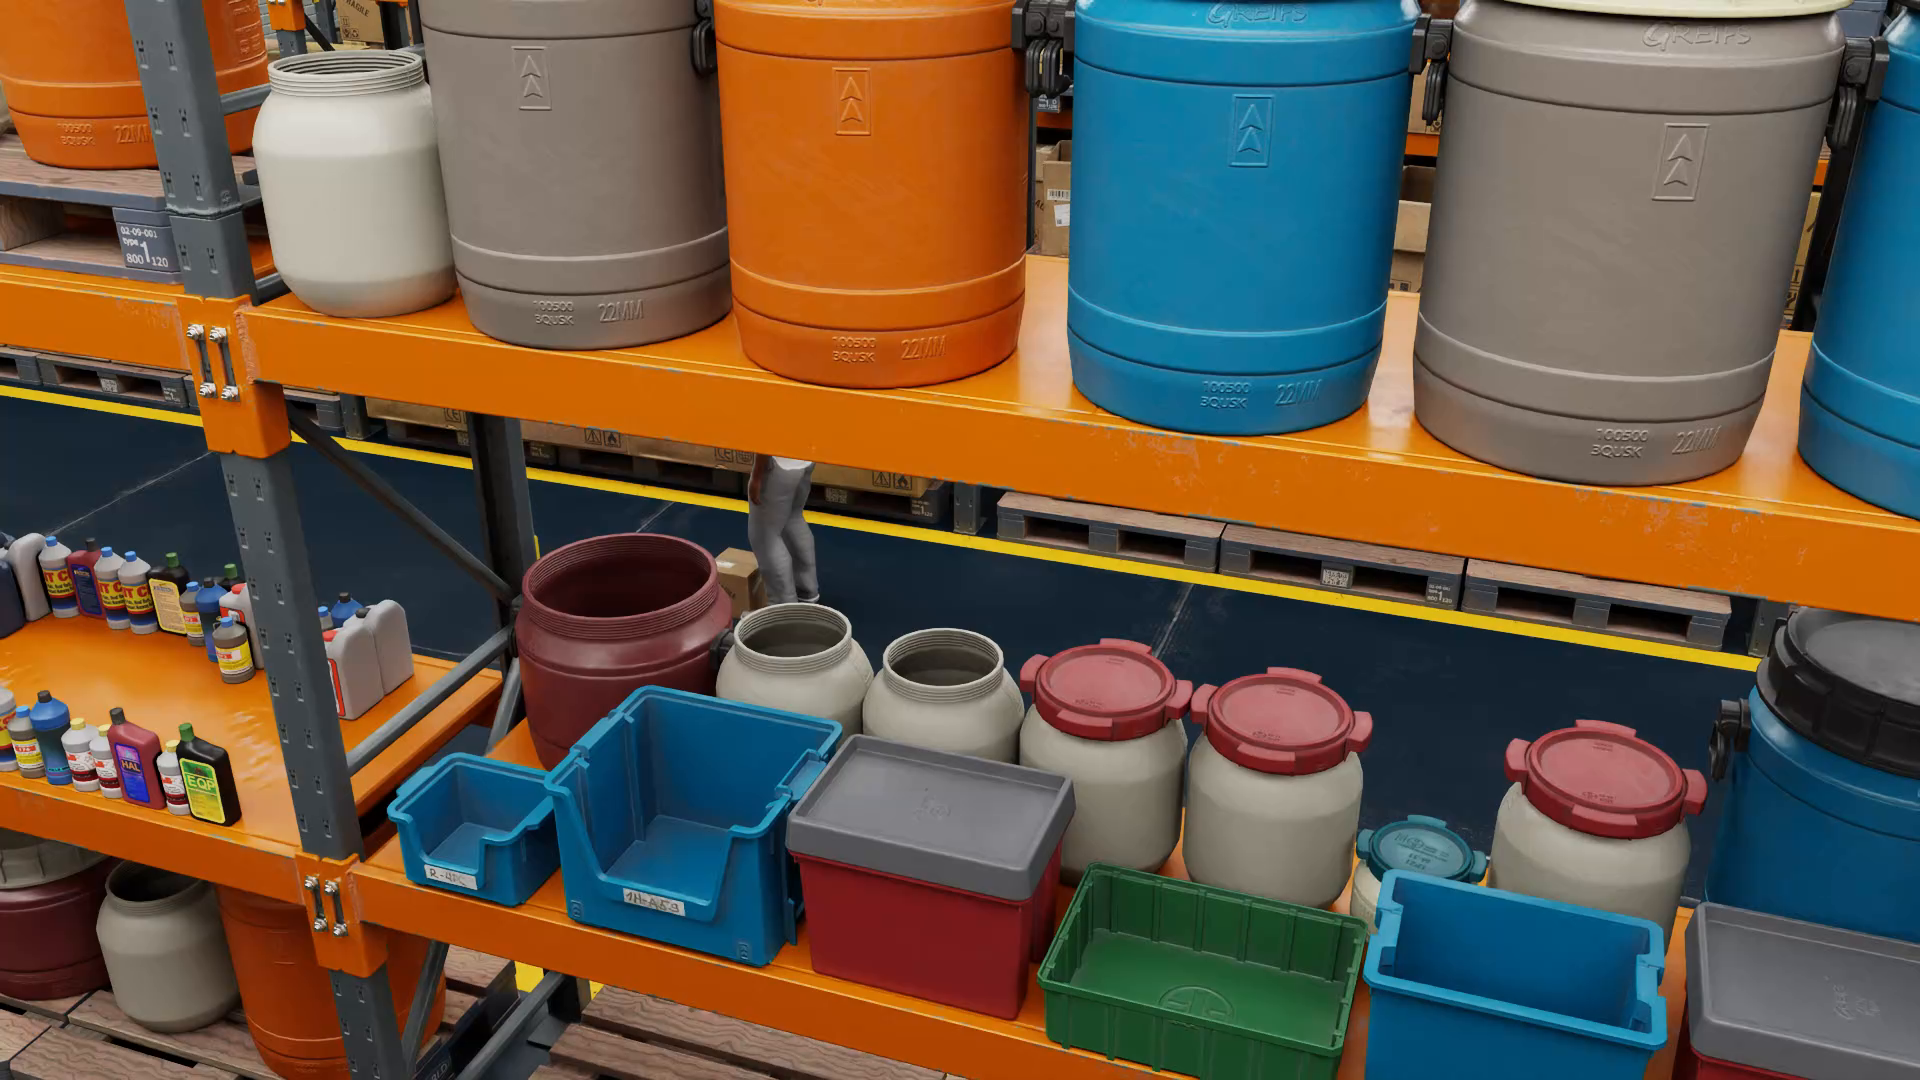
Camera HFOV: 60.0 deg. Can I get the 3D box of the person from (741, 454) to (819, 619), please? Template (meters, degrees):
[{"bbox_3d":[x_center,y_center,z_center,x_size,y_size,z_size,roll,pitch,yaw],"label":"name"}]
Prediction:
[{"bbox_3d":[-0.870,-0.381,7.899,0.397,1.656,0.527,7,27,14],"label":"person"}]
